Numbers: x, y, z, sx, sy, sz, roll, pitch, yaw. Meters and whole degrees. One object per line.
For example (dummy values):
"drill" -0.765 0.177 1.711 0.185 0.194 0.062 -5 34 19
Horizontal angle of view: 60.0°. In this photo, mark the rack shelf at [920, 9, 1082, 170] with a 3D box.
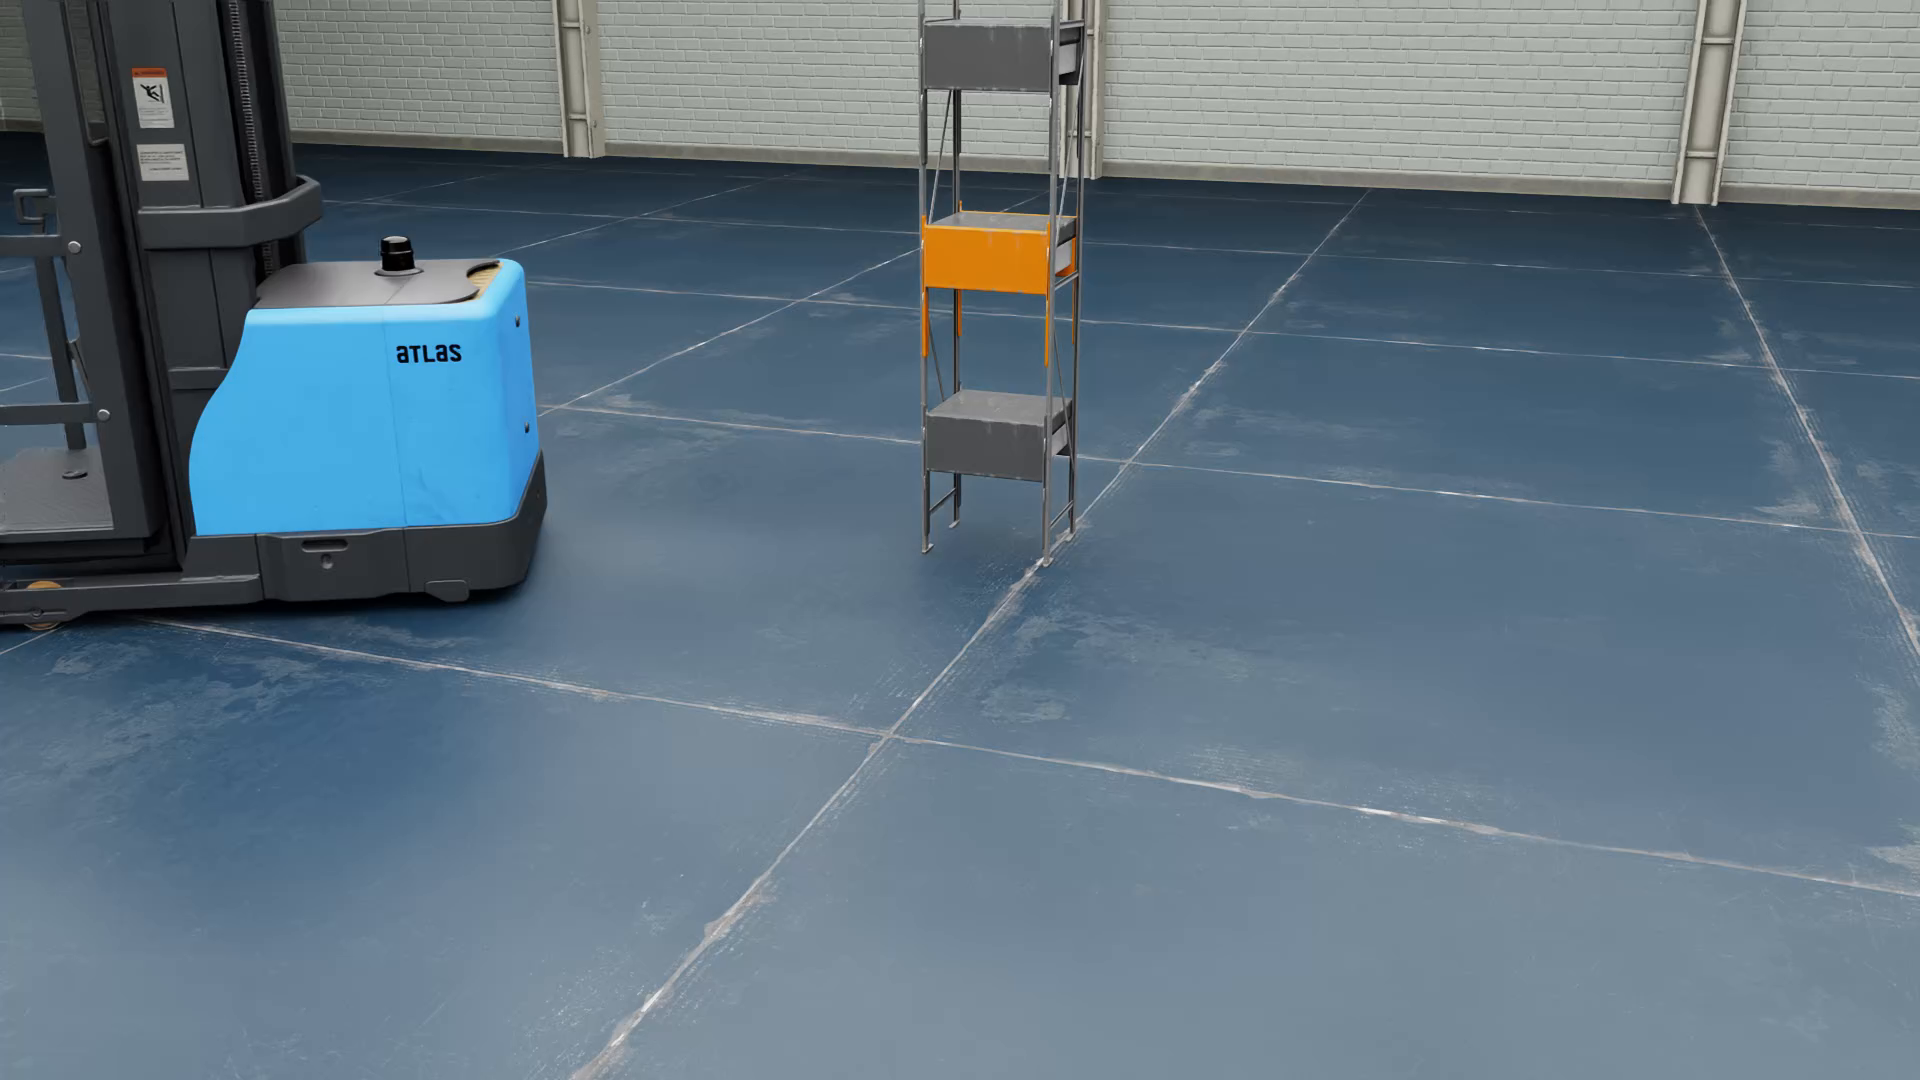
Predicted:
"rack shelf" 0.156 -1.622 5.953 0.480 0.518 0.431 7 20 18

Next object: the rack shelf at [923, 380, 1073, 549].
"rack shelf" 0.156 -0.300 6.414 0.480 0.518 0.431 7 20 18

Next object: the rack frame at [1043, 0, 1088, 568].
"rack frame" 0.387 -0.947 6.104 0.015 2.100 0.400 7 20 18

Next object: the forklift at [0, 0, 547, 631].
"forklift" -3.121 -1.251 5.713 3.031 2.935 1.130 -3 19 -7

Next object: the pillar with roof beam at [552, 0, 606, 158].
"pillar with roof beam" -5.800 -7.405 14.147 0.400 9.000 9.100 7 20 18

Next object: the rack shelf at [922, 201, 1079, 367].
"rack shelf" 0.156 -0.961 6.184 0.480 0.518 0.431 7 20 18

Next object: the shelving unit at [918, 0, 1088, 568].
"shelving unit" 0.156 -0.974 6.179 0.503 2.100 0.431 7 20 18

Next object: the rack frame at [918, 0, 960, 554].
"rack frame" -0.074 -1.000 6.255 0.015 2.100 0.400 7 20 18

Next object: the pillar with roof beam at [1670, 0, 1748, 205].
"pillar with roof beam" 5.535 -6.108 10.428 0.400 9.000 9.100 7 20 18

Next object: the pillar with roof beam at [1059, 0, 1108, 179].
"pillar with roof beam" -0.132 -6.756 12.288 0.400 9.000 9.100 7 20 18
